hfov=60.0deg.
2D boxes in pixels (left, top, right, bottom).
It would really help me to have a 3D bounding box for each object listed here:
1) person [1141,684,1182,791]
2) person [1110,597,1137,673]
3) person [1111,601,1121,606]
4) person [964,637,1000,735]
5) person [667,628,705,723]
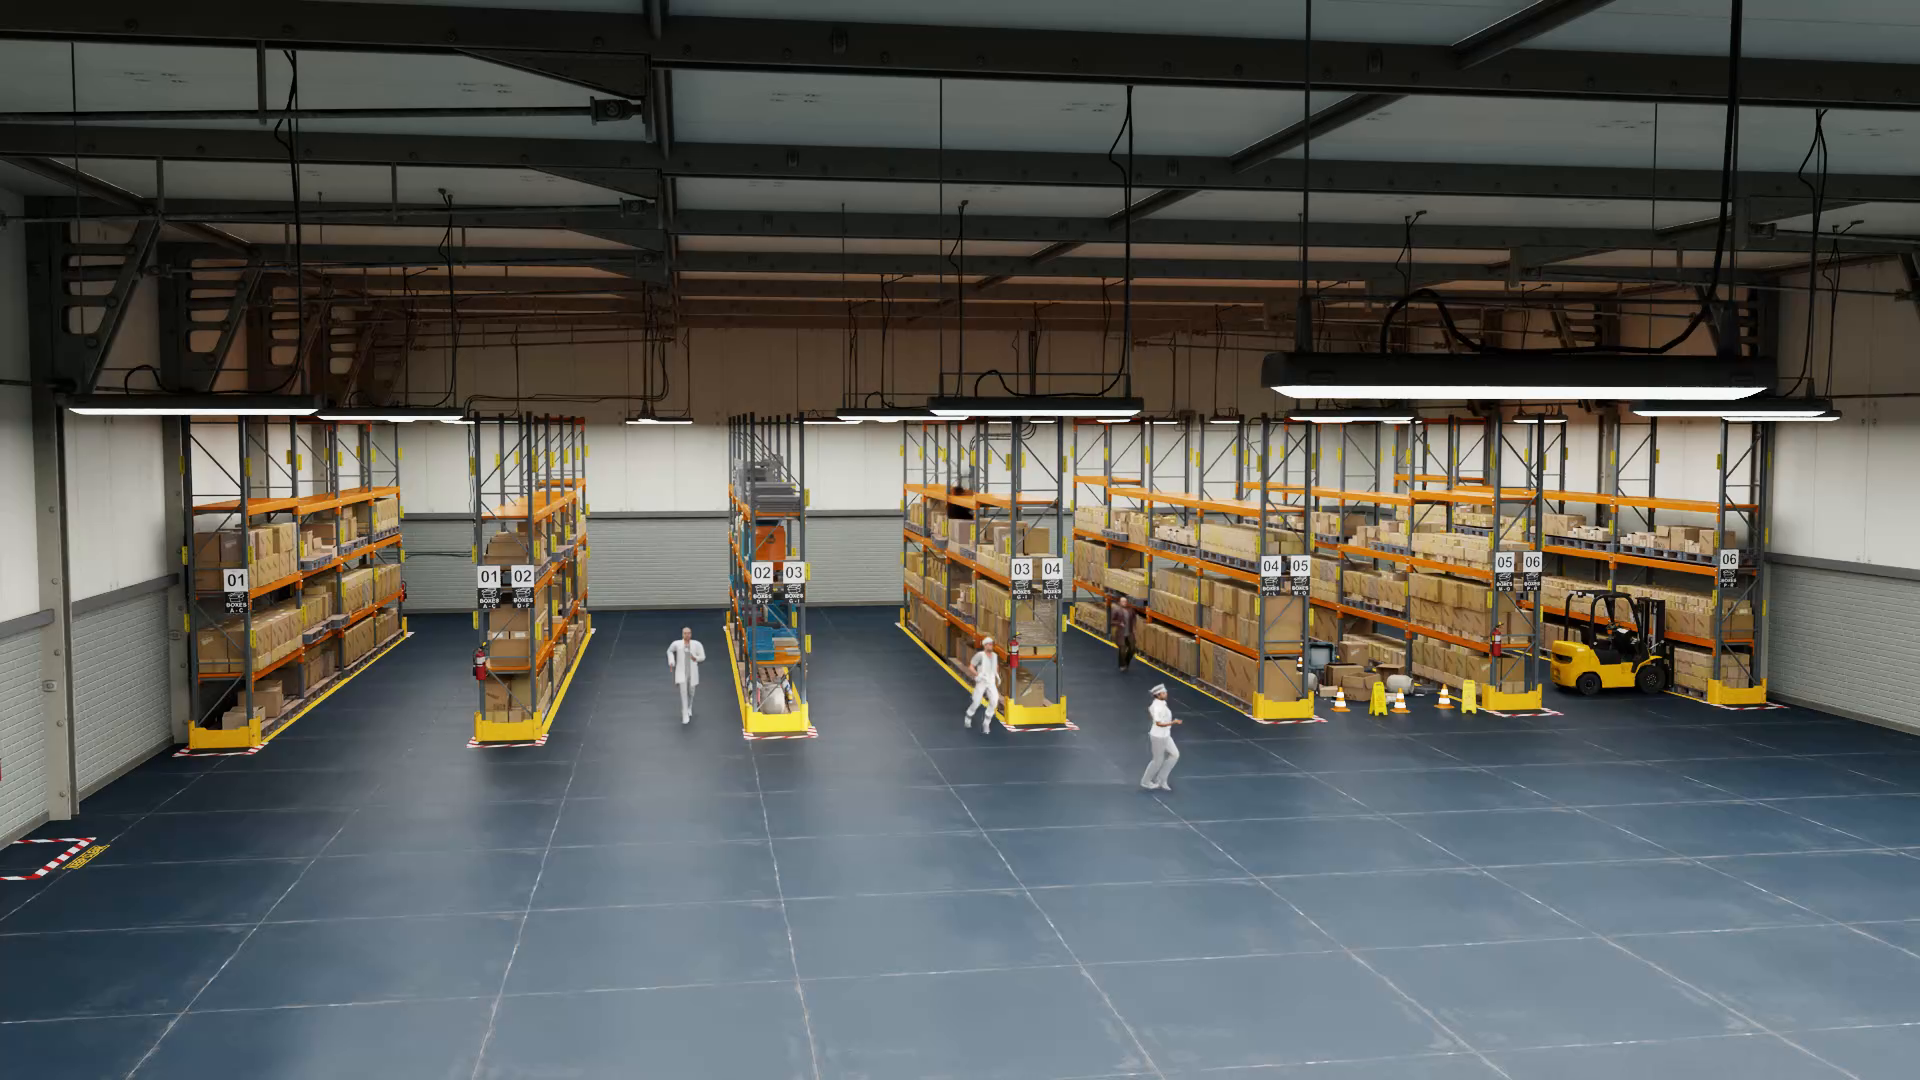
[{"bbox_3d":[3.182,3.108,26.139,0.667,1.728,0.558,1,4,17],"label":"person"},{"bbox_3d":[3.851,2.220,38.647,0.693,1.768,0.681,-1,4,-13],"label":"person"},{"bbox_3d":[4.586,1.546,49.695,0.728,1.616,0.573,-3,5,-40],"label":"person"},{"bbox_3d":[0.482,2.722,31.271,0.718,1.801,0.697,-2,4,-28],"label":"person"},{"bbox_3d":[-5.326,2.601,32.411,0.684,1.795,0.992,-1,4,-17],"label":"person"}]
